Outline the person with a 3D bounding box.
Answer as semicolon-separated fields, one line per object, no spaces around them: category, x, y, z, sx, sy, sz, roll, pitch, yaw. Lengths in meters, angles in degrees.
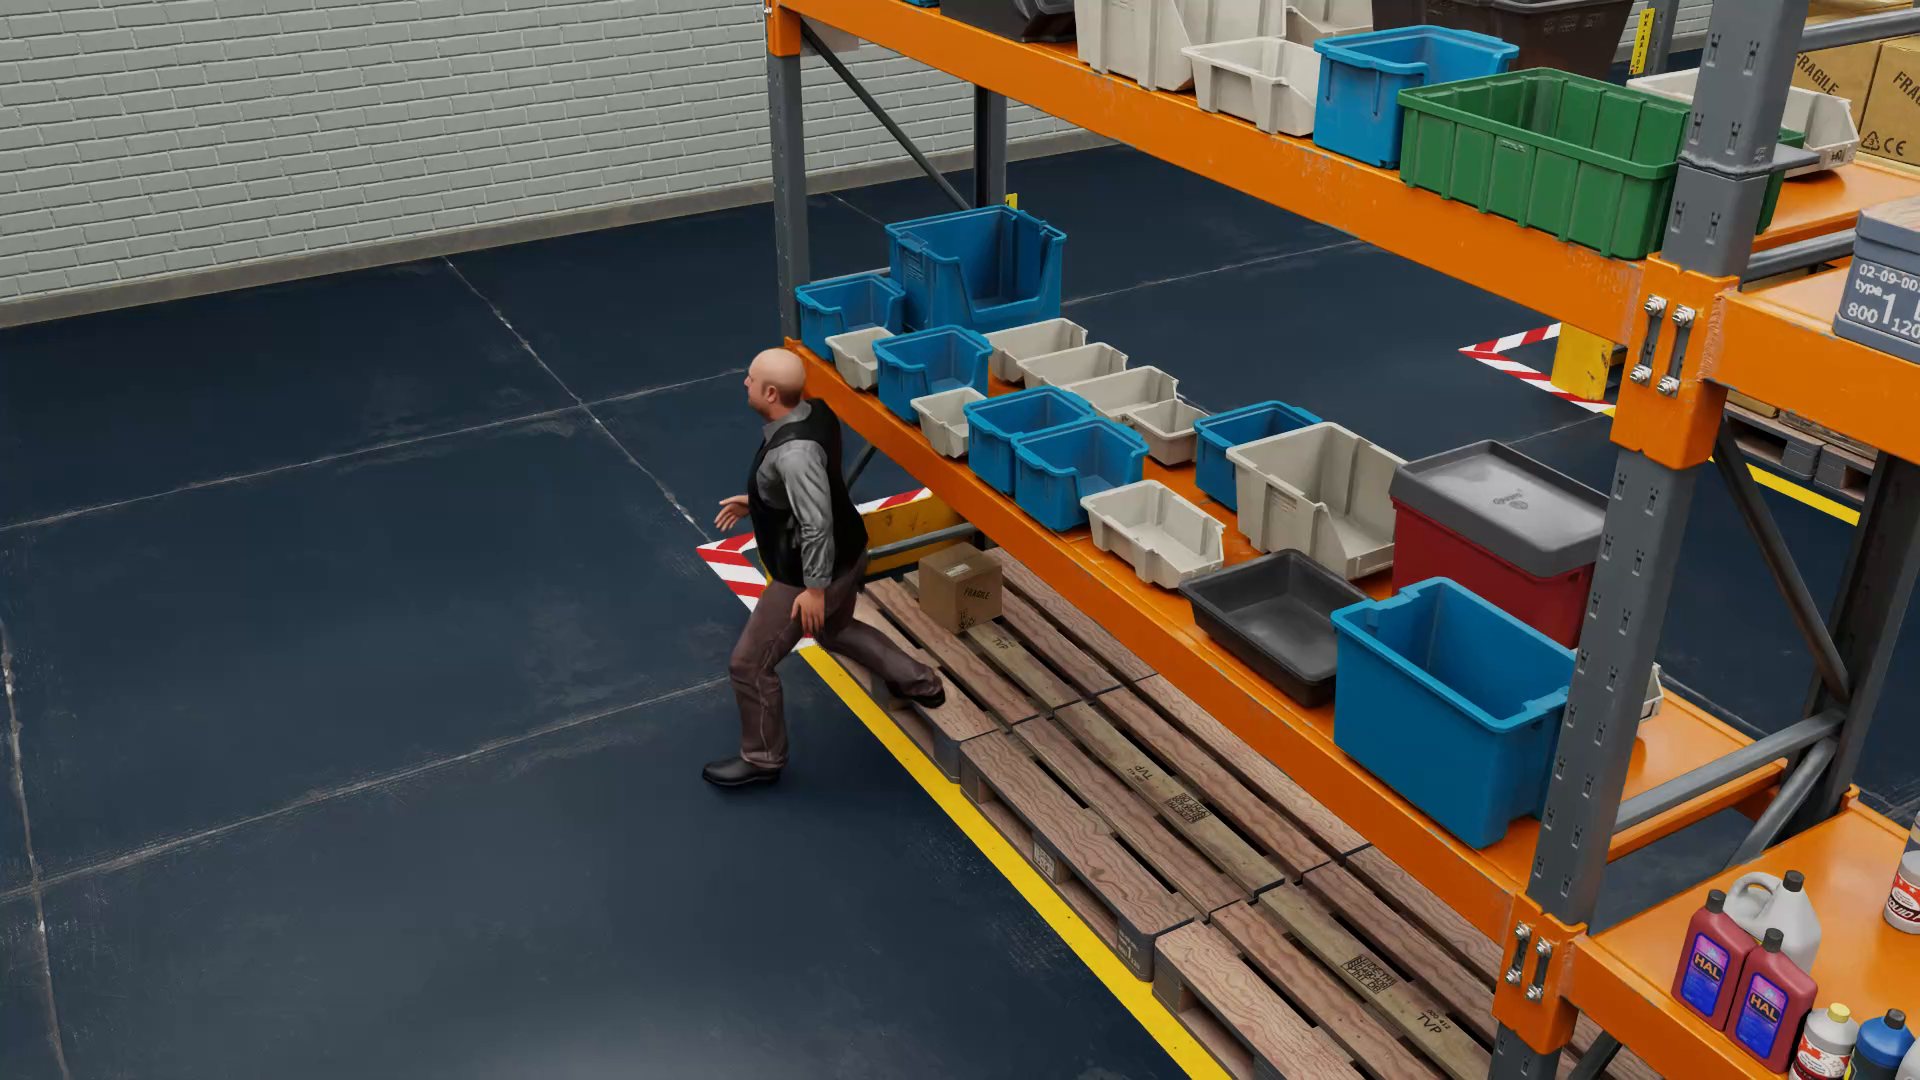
person;-0.514;0.136;6.074;0.872;1.579;0.672;6;29;11
